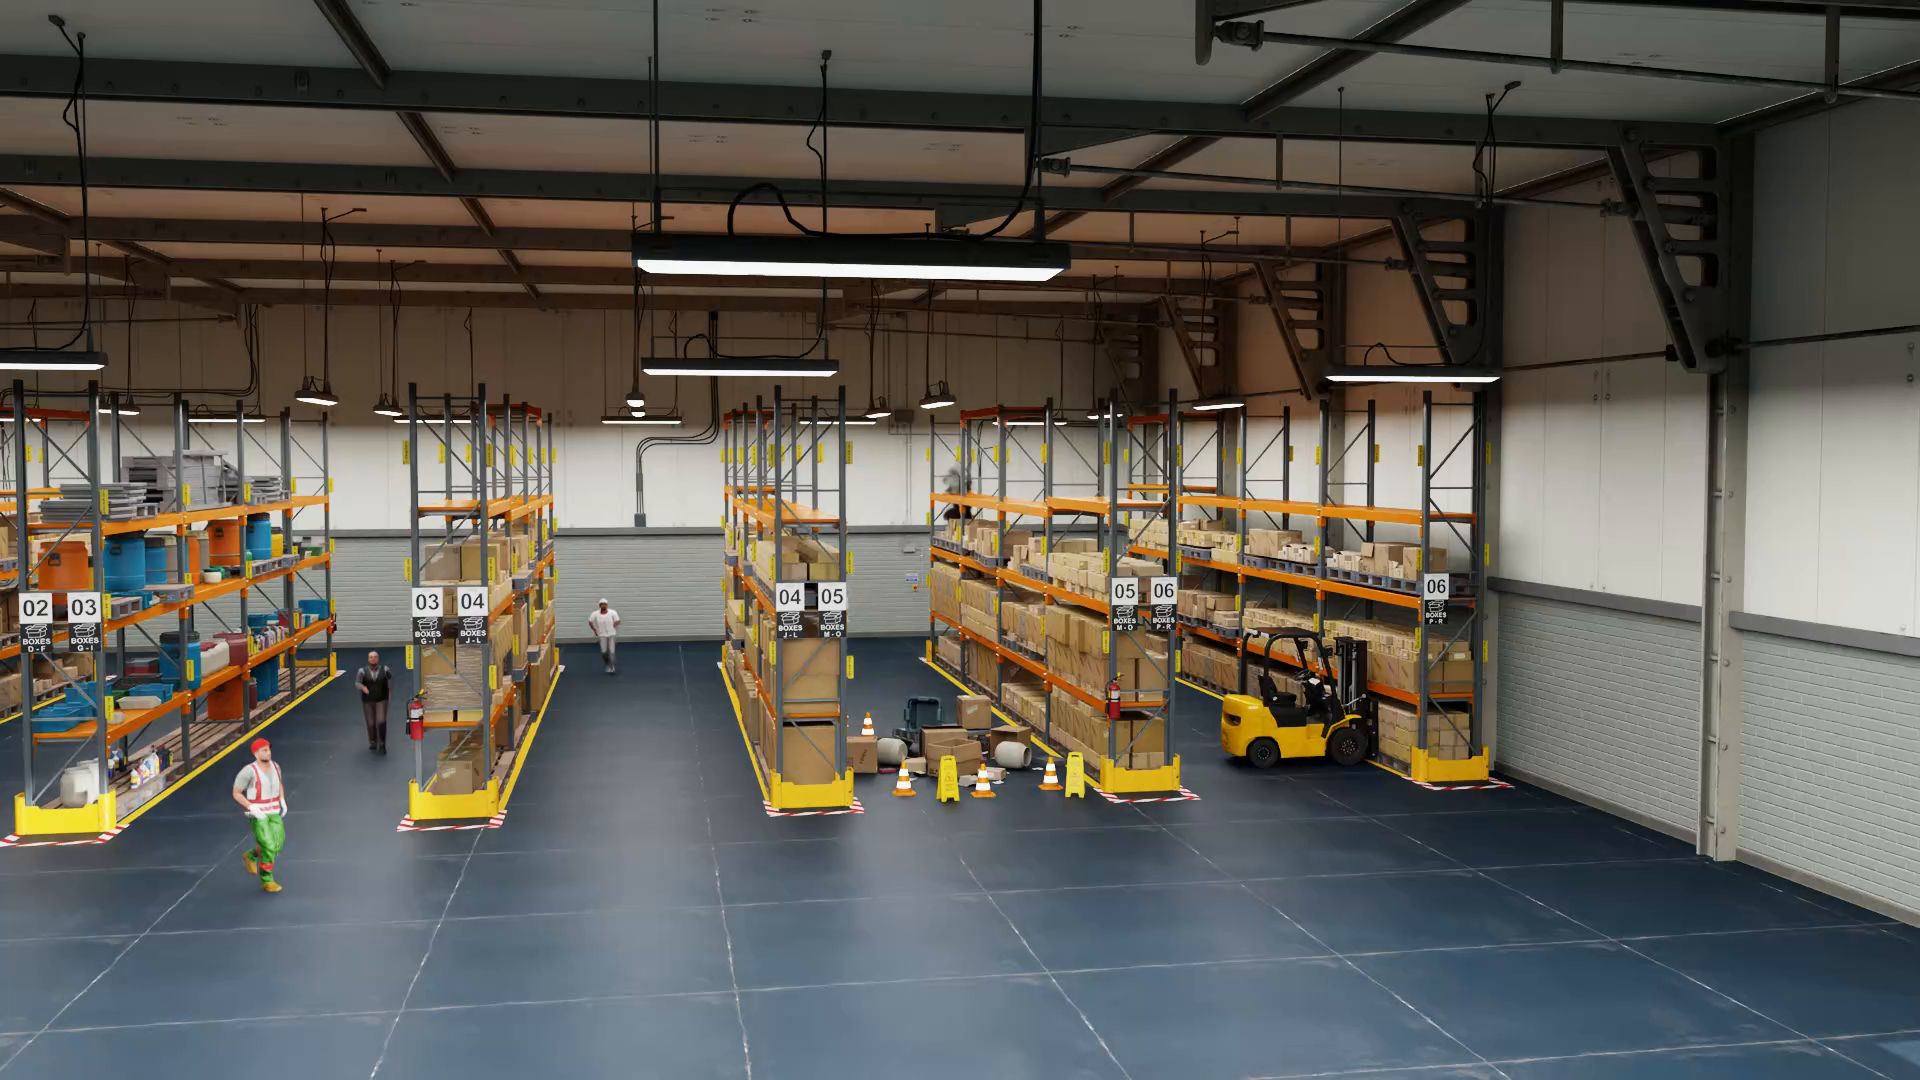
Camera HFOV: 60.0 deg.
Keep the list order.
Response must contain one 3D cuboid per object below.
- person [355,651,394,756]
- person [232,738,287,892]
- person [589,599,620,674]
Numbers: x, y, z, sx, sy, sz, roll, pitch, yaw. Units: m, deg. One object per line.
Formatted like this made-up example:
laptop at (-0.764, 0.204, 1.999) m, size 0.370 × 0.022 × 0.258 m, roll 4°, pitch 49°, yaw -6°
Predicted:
person at (-9.824, 2.743, 27.894) m, size 0.609 × 1.761 × 0.772 m, roll -1°, pitch 3°, yaw -14°
person at (-8.108, 3.159, 19.229) m, size 0.672 × 1.750 × 0.675 m, roll 1°, pitch 3°, yaw 26°
person at (-8.120, 2.211, 38.065) m, size 0.699 × 1.752 × 0.662 m, roll -1°, pitch 3°, yaw -17°
